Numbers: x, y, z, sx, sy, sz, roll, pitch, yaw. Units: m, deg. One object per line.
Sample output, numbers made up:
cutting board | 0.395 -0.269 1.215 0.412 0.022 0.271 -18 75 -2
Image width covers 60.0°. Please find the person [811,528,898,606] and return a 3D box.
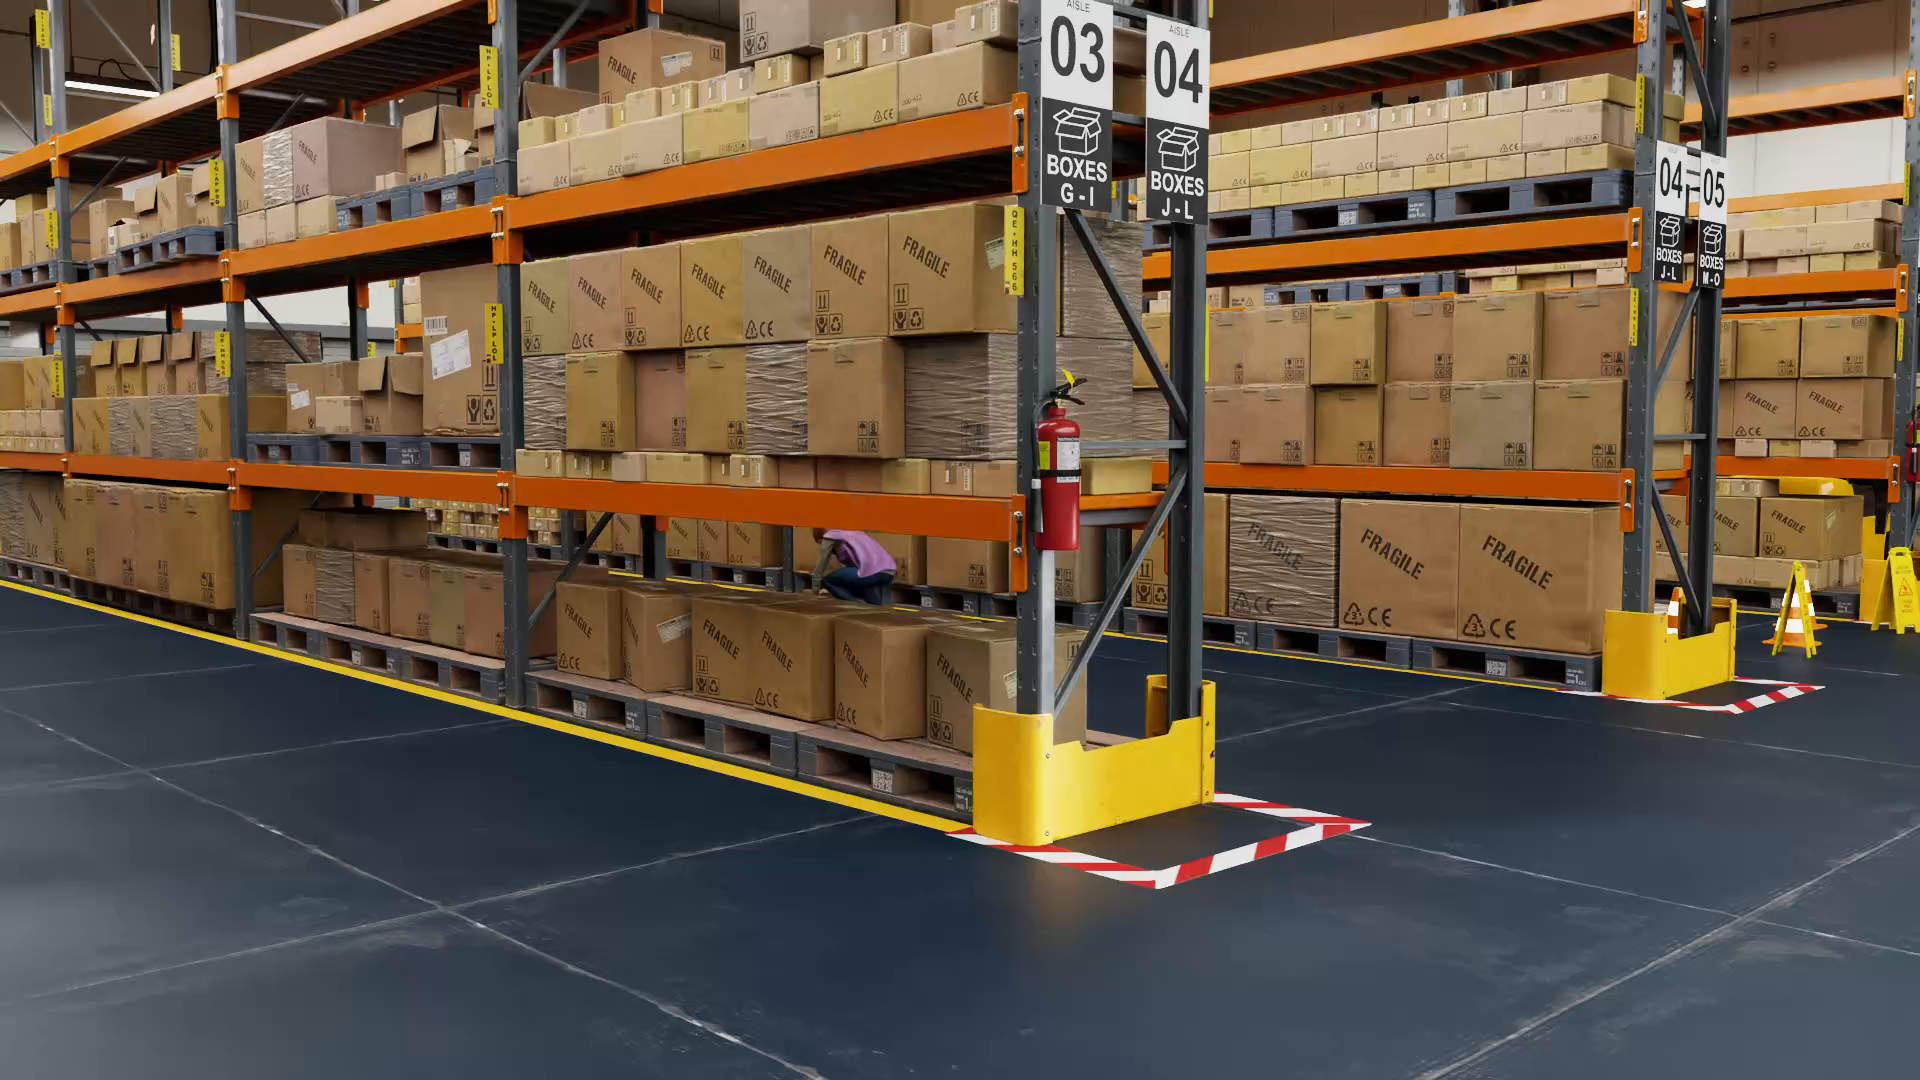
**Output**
person | -0.846 0.258 13.050 0.442 0.829 0.801 -4 6 -44
